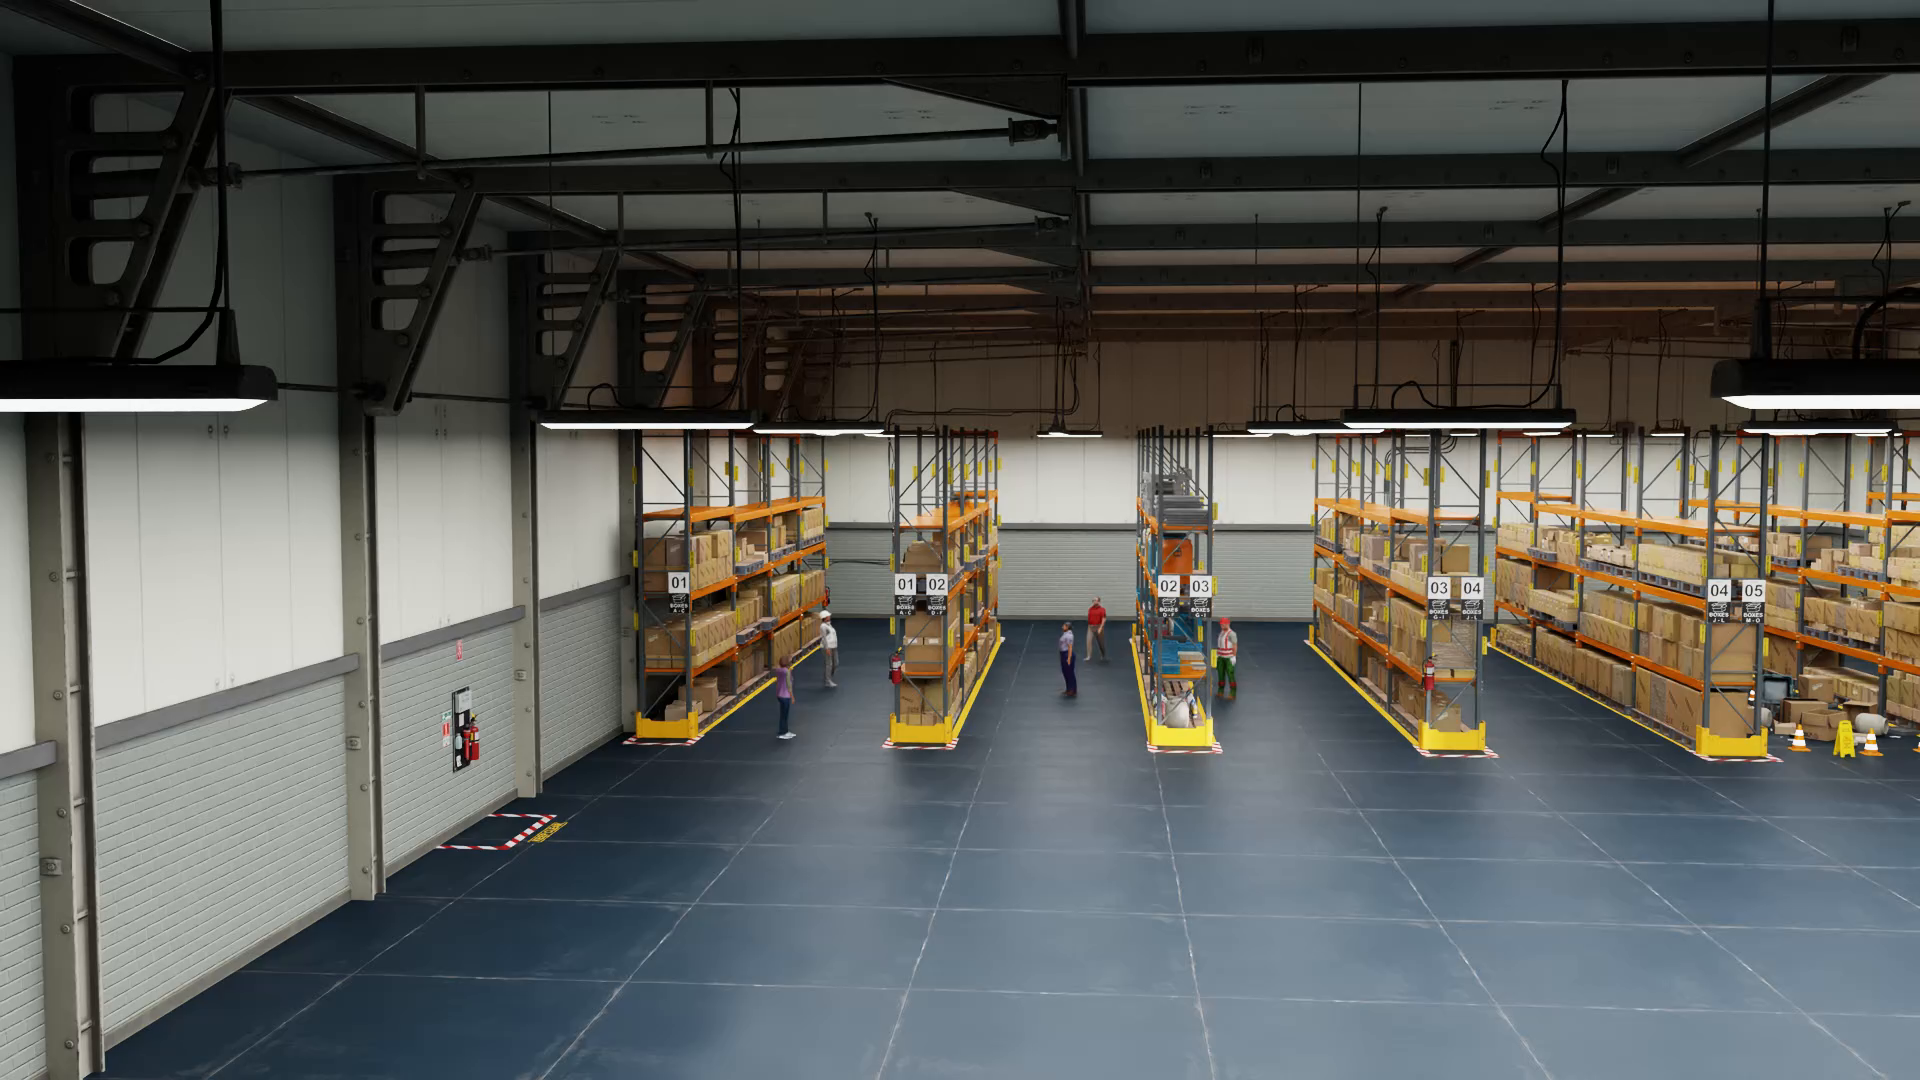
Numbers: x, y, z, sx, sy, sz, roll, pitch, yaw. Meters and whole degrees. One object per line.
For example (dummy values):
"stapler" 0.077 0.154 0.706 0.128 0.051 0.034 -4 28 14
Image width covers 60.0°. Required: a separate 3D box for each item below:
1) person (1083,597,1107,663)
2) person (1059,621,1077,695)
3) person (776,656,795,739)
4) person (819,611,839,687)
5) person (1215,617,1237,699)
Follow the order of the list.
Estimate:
"person" 3.500 2.314 42.875 0.553 1.679 1.022 1 4 23
"person" 2.429 2.680 37.377 0.383 1.660 0.577 -1 3 -10
"person" -3.336 3.014 31.931 0.397 1.601 0.479 -1 4 -23
"person" -3.043 2.527 38.732 0.485 1.781 0.611 1 4 20
"person" 5.877 2.608 36.874 0.391 1.784 0.621 -2 4 -32
